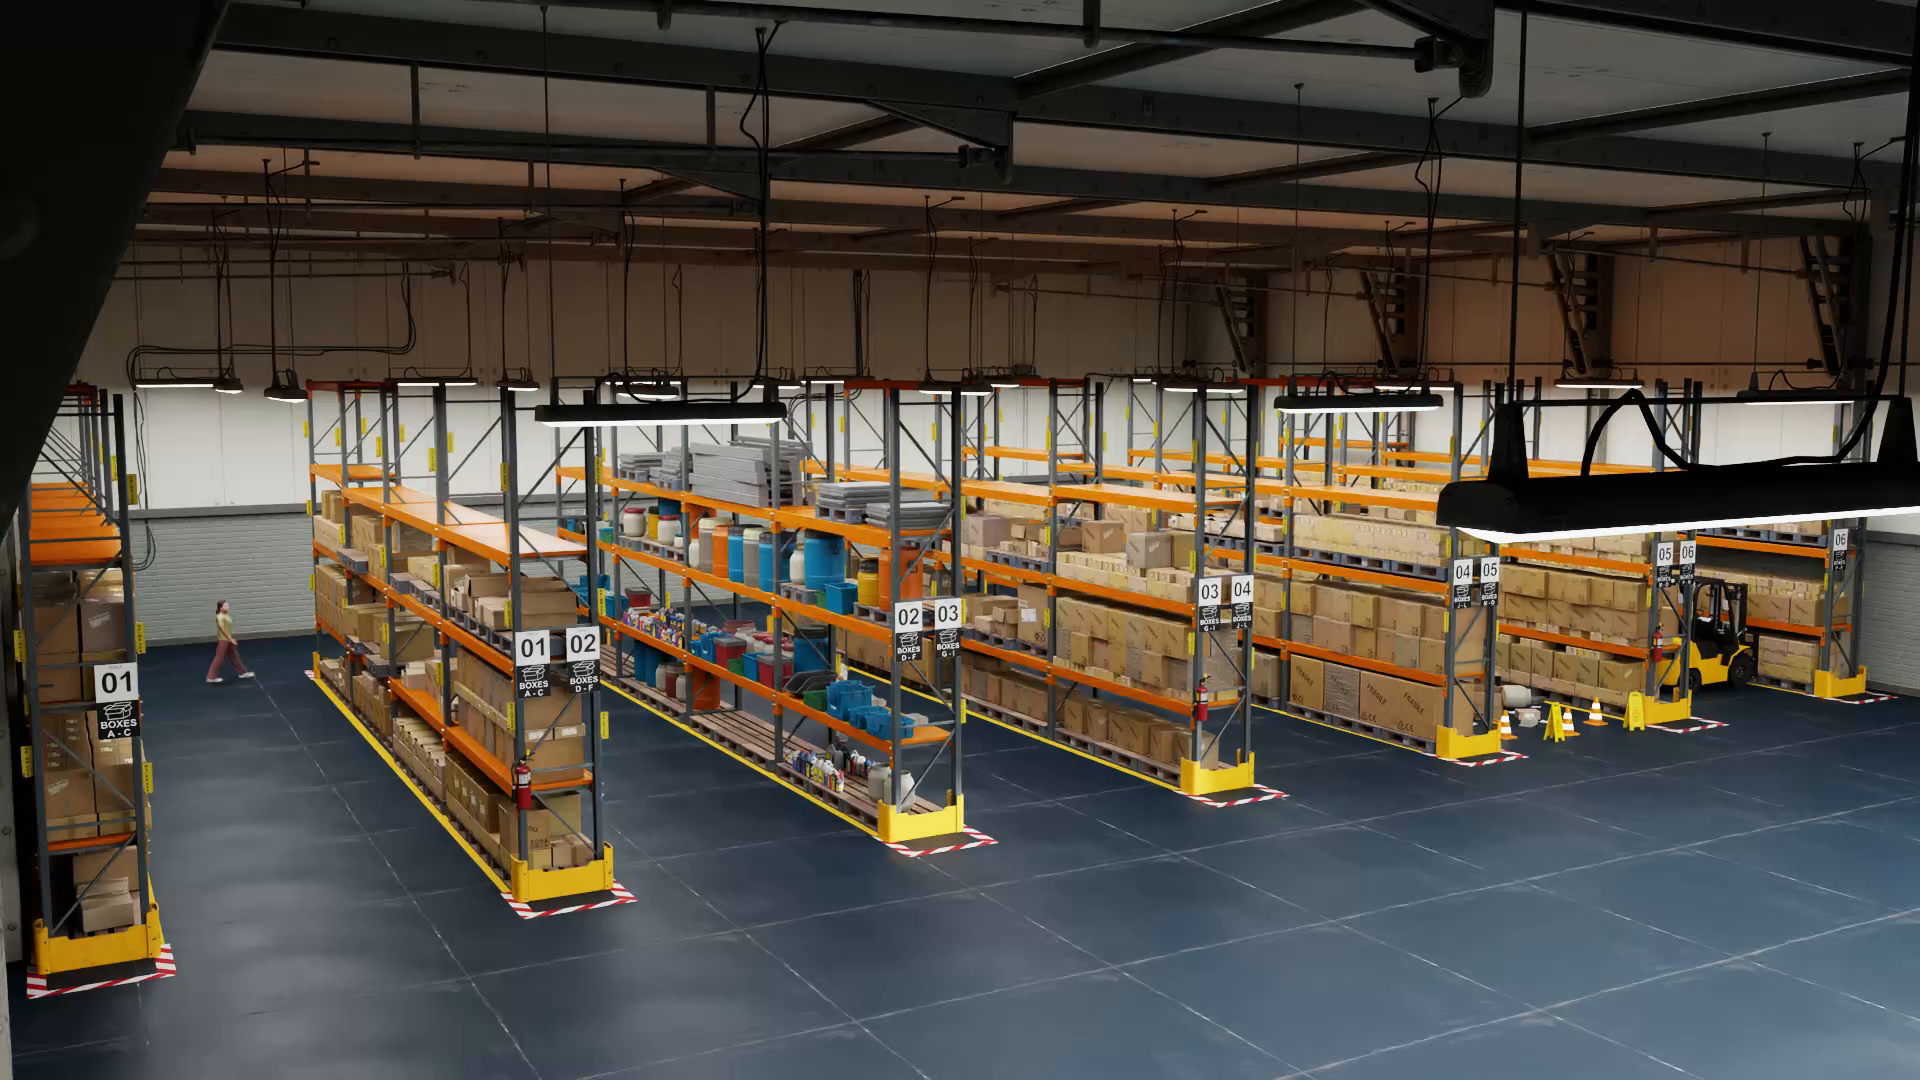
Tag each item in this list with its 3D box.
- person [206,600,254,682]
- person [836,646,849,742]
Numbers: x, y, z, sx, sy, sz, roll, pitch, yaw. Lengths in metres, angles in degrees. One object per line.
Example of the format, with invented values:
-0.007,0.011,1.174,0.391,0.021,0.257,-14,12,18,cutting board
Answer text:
-14.506,1.979,33.026,0.941,1.571,0.512,-4,8,-36,person
-2.040,2.544,27.874,0.554,1.680,0.572,-1,6,-9,person
